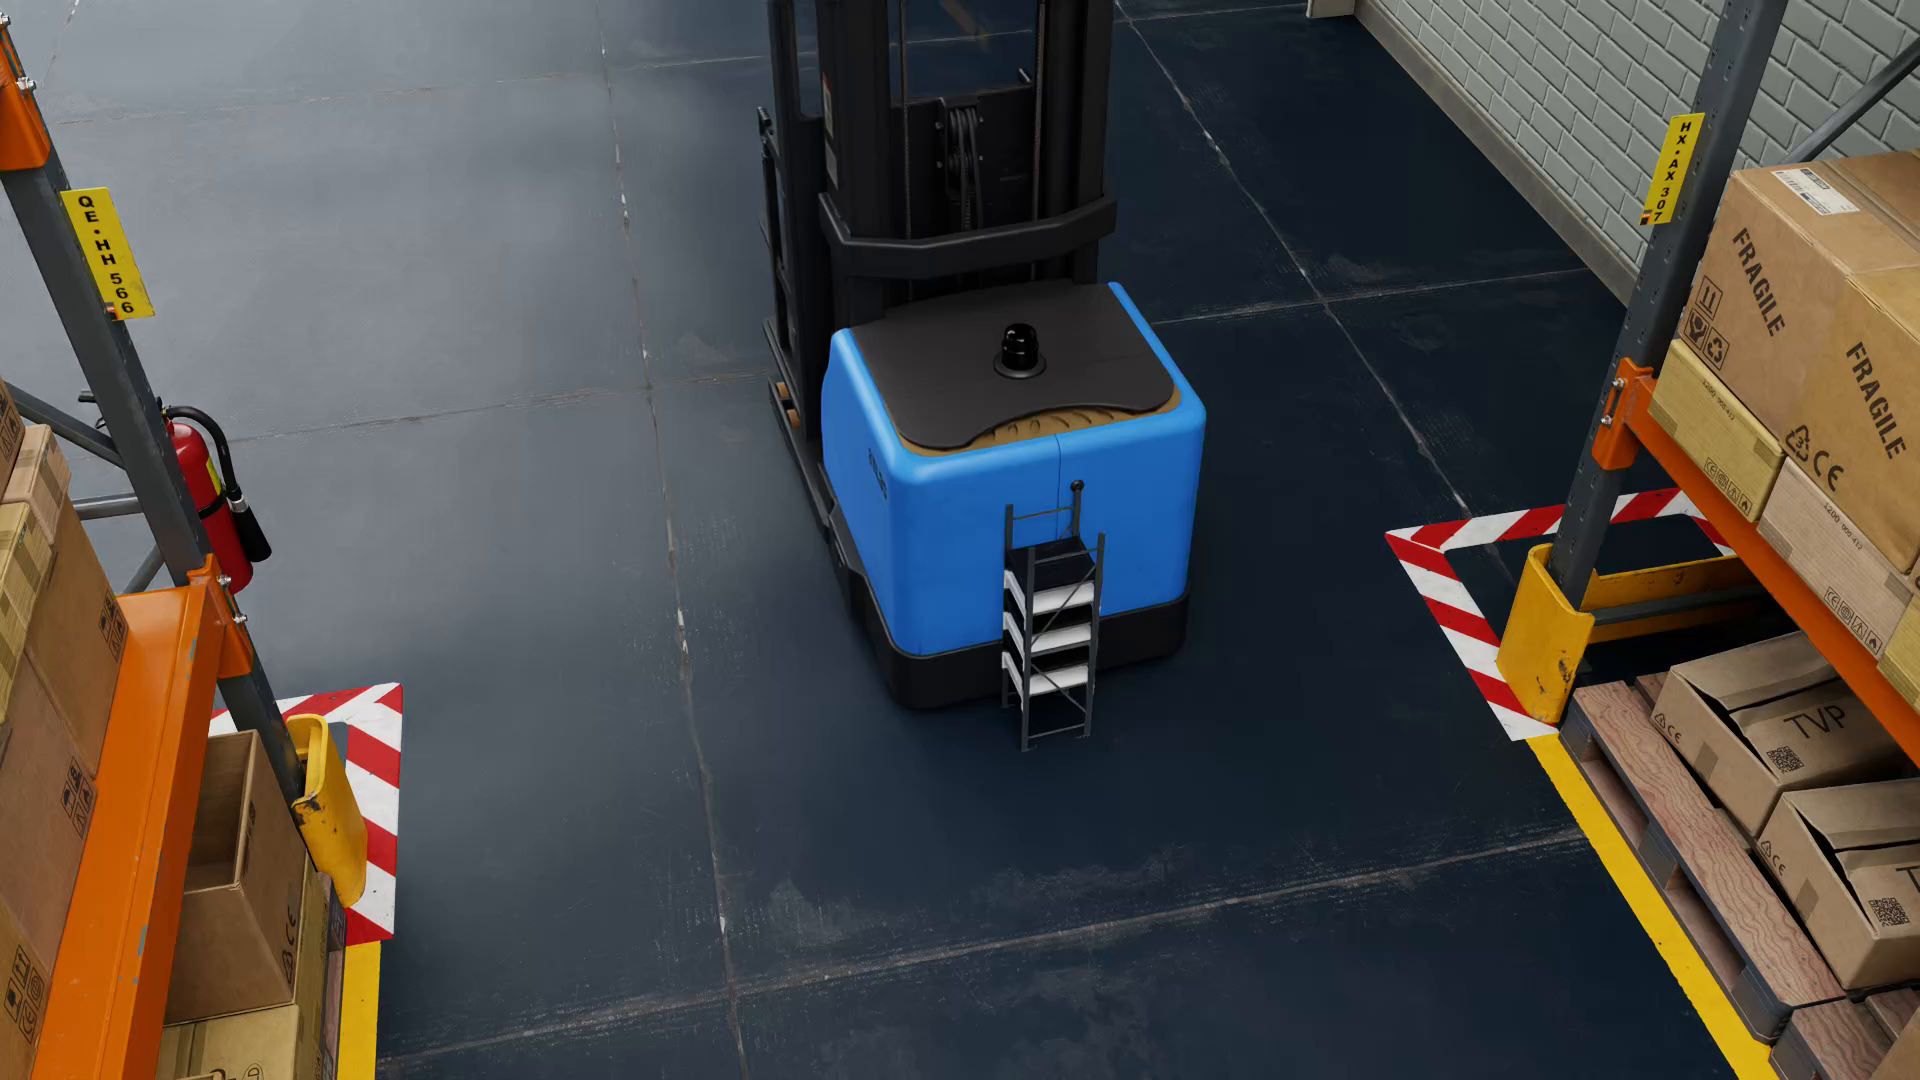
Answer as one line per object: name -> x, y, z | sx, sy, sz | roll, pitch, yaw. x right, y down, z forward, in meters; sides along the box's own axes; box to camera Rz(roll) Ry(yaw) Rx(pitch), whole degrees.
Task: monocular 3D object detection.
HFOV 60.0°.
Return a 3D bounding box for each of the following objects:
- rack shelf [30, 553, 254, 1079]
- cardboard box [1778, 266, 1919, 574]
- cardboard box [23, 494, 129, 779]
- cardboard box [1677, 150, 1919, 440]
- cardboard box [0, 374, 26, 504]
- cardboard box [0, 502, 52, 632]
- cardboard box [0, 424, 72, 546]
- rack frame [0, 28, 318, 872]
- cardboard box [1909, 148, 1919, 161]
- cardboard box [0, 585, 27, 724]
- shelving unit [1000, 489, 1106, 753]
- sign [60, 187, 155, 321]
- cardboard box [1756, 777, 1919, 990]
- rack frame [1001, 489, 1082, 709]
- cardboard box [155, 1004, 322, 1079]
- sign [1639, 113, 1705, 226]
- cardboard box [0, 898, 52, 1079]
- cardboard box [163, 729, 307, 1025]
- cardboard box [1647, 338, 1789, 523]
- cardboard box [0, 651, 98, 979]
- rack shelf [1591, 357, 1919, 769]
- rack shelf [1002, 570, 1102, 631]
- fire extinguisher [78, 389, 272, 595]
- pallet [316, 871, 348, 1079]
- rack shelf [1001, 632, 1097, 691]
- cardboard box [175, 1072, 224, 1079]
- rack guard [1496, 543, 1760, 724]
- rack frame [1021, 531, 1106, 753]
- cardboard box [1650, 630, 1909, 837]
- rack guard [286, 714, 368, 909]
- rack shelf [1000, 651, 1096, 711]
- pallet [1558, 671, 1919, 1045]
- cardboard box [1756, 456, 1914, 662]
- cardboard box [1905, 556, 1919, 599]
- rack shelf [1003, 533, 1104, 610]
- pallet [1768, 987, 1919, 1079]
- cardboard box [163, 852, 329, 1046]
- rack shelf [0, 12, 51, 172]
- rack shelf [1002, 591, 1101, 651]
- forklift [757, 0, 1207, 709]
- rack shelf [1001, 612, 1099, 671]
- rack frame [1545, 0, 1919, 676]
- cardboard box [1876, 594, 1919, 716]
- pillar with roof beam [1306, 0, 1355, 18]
rack shelf -> -1.967, 1.534, 2.804 | 1.077, 0.370, 4.000 | -8, 42, -9
cardboard box -> 2.344, -0.301, 3.863 | 0.500, 0.500, 0.500 | -8, 42, -9
cardboard box -> -2.311, 0.235, 3.650 | 0.700, 0.500, 0.500 | -8, 42, -9
cardboard box -> 2.247, -0.623, 4.226 | 0.500, 0.500, 0.500 | -8, 42, -9
cardboard box -> -2.299, -0.215, 3.181 | 0.700, 0.500, 0.500 | -8, 42, -9
cardboard box -> -2.073, 0.078, 3.338 | 0.380, 0.149, 0.250 | -7, 42, -8
cardboard box -> -2.130, -0.091, 3.529 | 0.380, 0.149, 0.250 | -9, 42, -10
rack frame -> -2.399, -0.032, 4.026 | 1.000, 3.000, 0.127 | -8, 42, -9
cardboard box -> 2.746, -0.701, 4.313 | 0.500, 0.500, 0.500 | -9, 42, -10
cardboard box -> -2.017, 0.244, 3.152 | 0.380, 0.149, 0.250 | -9, 42, -10
shelving unit -> 0.285, 0.272, 5.266 | 0.258, 0.900, 0.210 | -12, 43, -13
sign -> -1.866, -0.622, 3.641 | 0.100, 0.325, 0.005 | -8, 42, -9
cardboard box -> 2.622, 0.928, 4.639 | 0.500, 0.311, 0.500 | -5, 42, -6
rack frame -> 0.255, 0.207, 5.338 | 0.240, 0.900, 0.006 | -12, 43, -13
cardboard box -> -1.875, 1.467, 4.092 | 0.500, 0.250, 0.500 | -8, 42, -9
sign -> 1.907, -0.990, 4.453 | 0.100, 0.325, 0.005 | -8, 42, -9
cardboard box -> -2.091, 0.898, 2.904 | 0.700, 0.500, 0.500 | -8, 42, -9
cardboard box -> -1.993, 0.864, 4.207 | 0.500, 0.500, 0.500 | -8, 42, -9
cardboard box -> 2.232, -0.333, 4.464 | 0.500, 0.250, 0.500 | -9, 42, -11
cardboard box -> -2.193, 0.575, 3.267 | 0.700, 0.500, 0.500 | -7, 42, -8
rack shelf -> 2.869, 0.822, 3.607 | 1.077, 0.370, 4.000 | -8, 42, -9
rack shelf -> 0.285, 0.162, 5.168 | 0.258, 0.077, 0.200 | -12, 43, -13
fire extinguisher -> -1.971, -0.146, 4.213 | 0.296, 0.674, 0.183 | -8, 42, -9
pallet -> -2.193, 1.501, 4.400 | 1.003, 0.211, 1.213 | -8, 42, -9
rack shelf -> 0.285, 0.364, 5.348 | 0.258, 0.077, 0.200 | -12, 43, -13
cardboard box -> -1.762, 1.510, 3.479 | 0.500, 0.500, 0.500 | -8, 42, -9
rack guard -> 2.454, 0.240, 5.603 | 1.175, 0.500, 0.348 | -8, 42, -9
rack frame -> 0.315, 0.336, 5.193 | 0.240, 0.900, 0.006 | -12, 43, -13
cardboard box -> 2.499, 0.559, 5.055 | 0.500, 0.311, 0.500 | -13, 43, -14
rack guard -> -2.404, 0.888, 4.873 | 1.175, 0.500, 0.348 | -8, 42, -9
rack shelf -> 0.285, 0.431, 5.407 | 0.258, 0.077, 0.200 | -12, 43, -13
pallet -> 2.594, 0.880, 5.100 | 1.003, 0.211, 1.213 | -8, 42, -9
cardboard box -> 2.358, 0.001, 4.087 | 0.500, 0.250, 0.500 | -10, 42, -11
cardboard box -> 2.449, 0.034, 3.485 | 0.500, 0.500, 0.500 | -10, 42, -11
rack shelf -> 0.285, 0.095, 5.109 | 0.258, 0.077, 0.200 | -12, 43, -13
pallet -> 2.854, 1.669, 4.211 | 1.003, 0.211, 1.213 | -8, 42, -9
cardboard box -> -1.995, 1.145, 4.456 | 0.500, 0.250, 0.500 | -8, 42, -9
rack shelf -> -1.967, 0.412, 1.809 | 1.077, 0.370, 4.000 | -8, 42, -9
rack shelf -> 0.285, 0.230, 5.228 | 0.258, 0.077, 0.200 | -12, 43, -13
forklift -> -0.144, -1.528, 5.763 | 1.130, 2.935, 3.031 | -12, 43, -13
rack shelf -> 0.285, 0.297, 5.288 | 0.258, 0.077, 0.200 | -12, 43, -13
rack frame -> 2.437, -0.744, 4.828 | 1.000, 3.000, 0.127 | -8, 42, -9
cardboard box -> 2.463, 0.332, 3.714 | 0.500, 0.250, 0.500 | -9, 42, -10
pillar with roof beam -> -2.066, -5.930, 6.152 | 9.100, 9.000, 0.400 | -8, 42, -9
